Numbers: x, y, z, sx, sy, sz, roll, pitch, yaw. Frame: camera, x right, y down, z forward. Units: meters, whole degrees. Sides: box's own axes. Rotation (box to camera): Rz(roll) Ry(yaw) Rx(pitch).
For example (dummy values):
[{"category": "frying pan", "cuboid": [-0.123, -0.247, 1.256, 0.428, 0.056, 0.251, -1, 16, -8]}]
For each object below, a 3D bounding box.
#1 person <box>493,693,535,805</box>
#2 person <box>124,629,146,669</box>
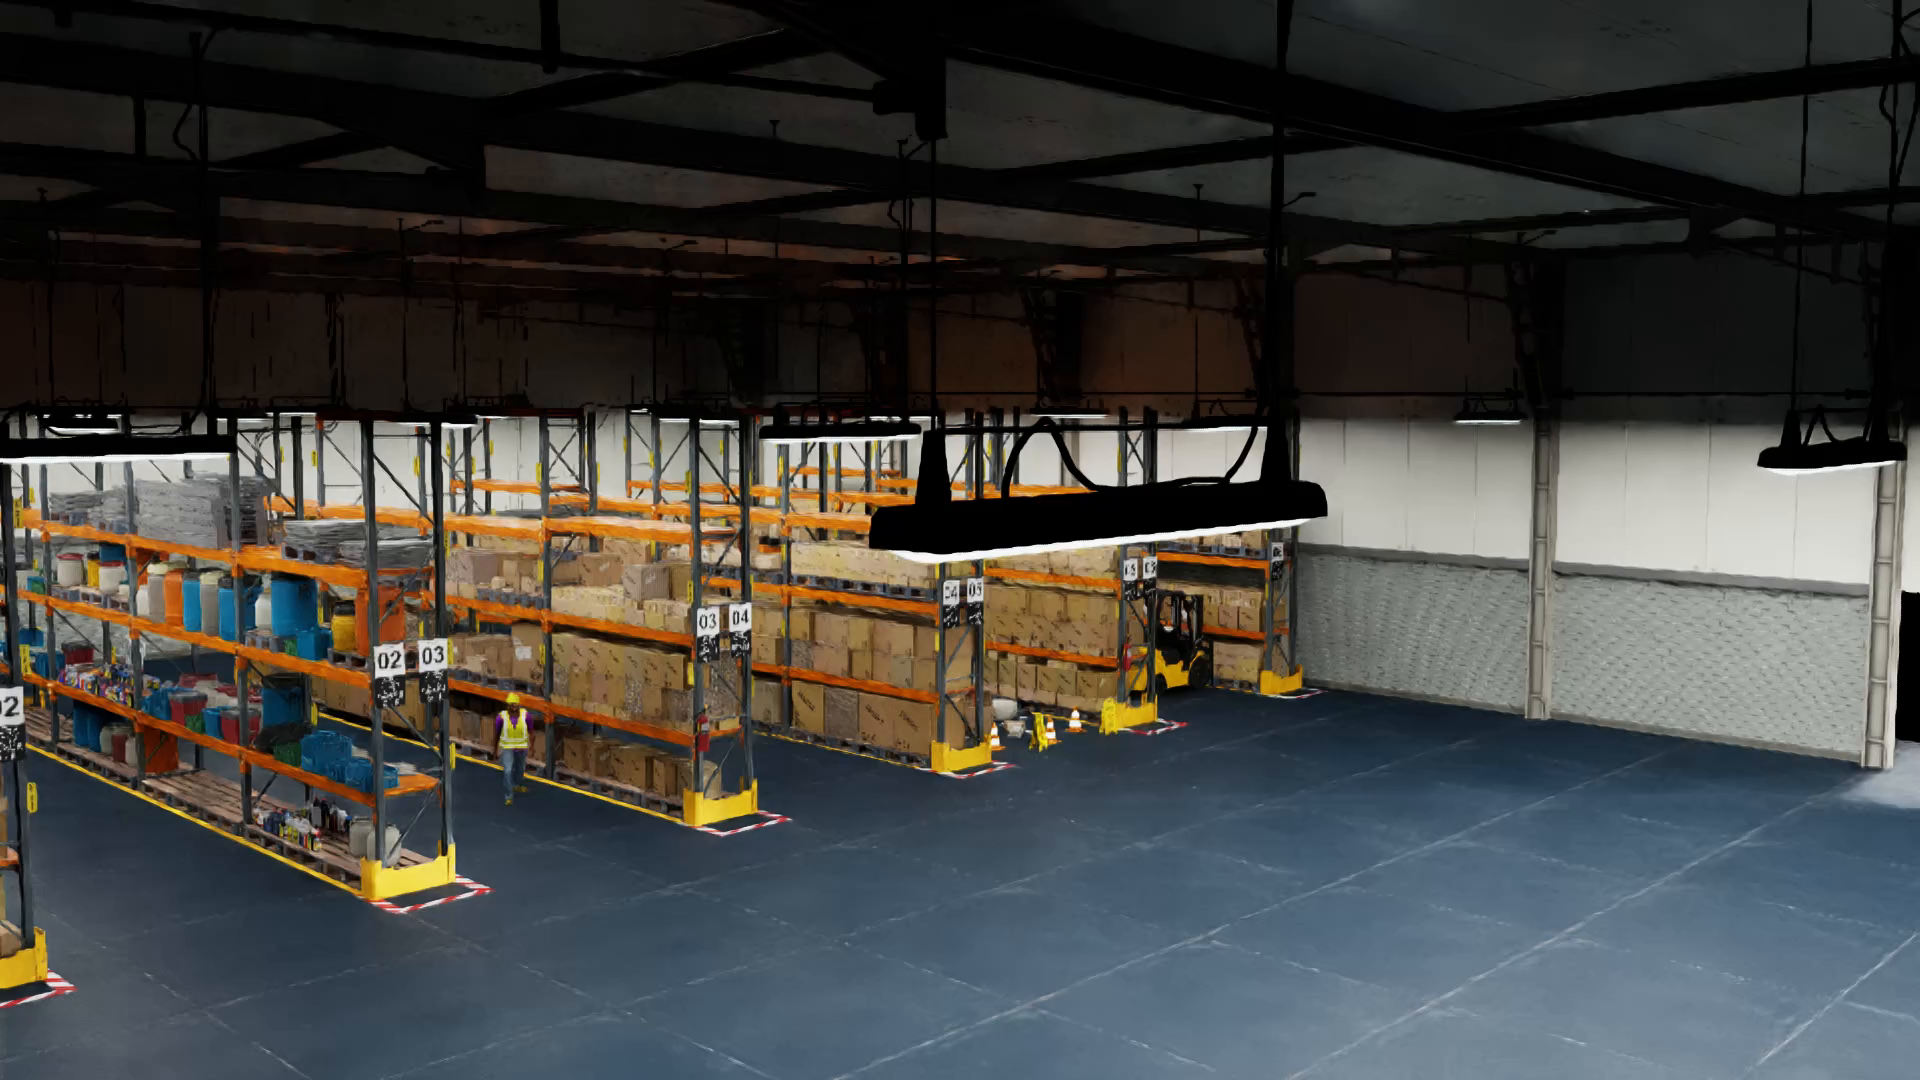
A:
[{"category": "person", "cuboid": [-6.919, 3.201, 25.800, 0.616, 1.712, 0.970, -2, 6, -25]}, {"category": "person", "cuboid": [-16.485, 2.490, 33.267, 0.495, 1.785, 0.654, -4, 7, -39]}]
